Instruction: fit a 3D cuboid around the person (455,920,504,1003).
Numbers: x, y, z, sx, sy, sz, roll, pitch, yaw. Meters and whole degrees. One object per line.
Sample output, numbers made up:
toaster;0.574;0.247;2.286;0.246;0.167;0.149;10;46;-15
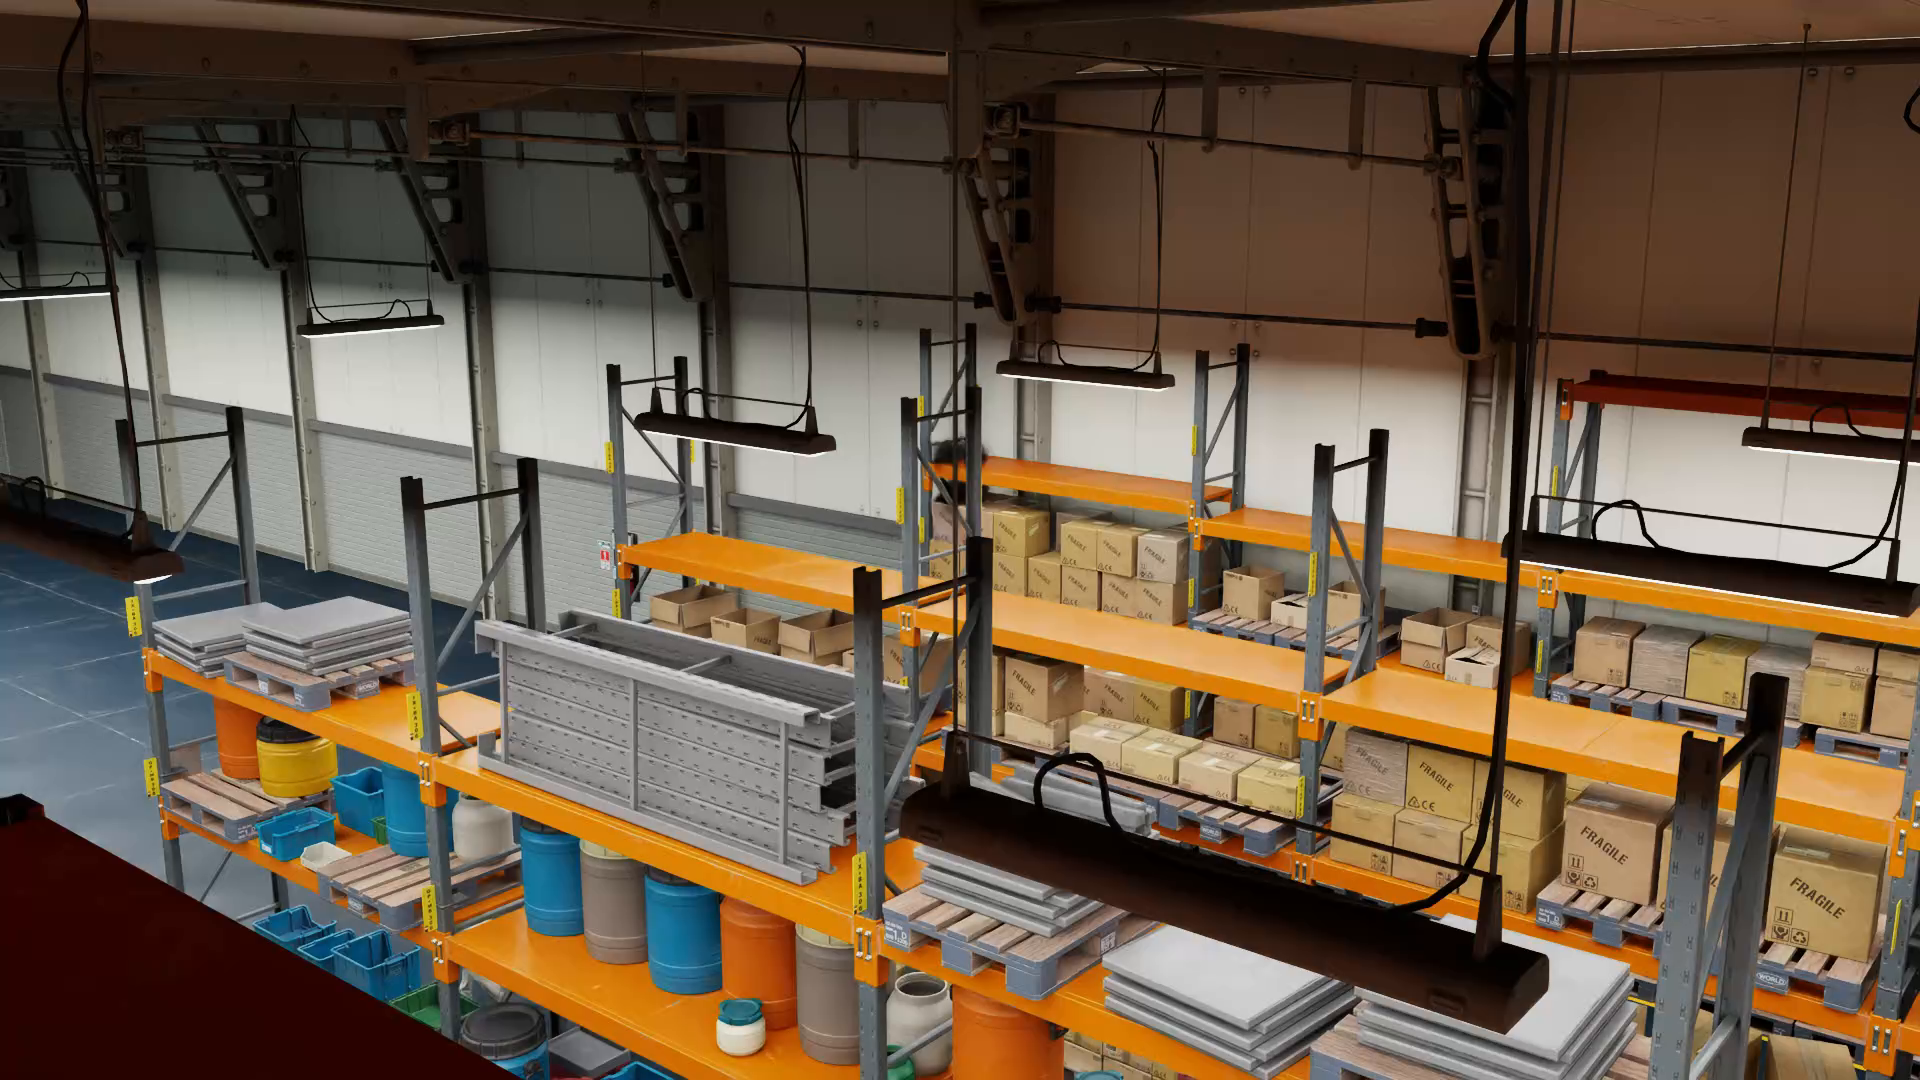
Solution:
person;-4.687;3.745;15.752;0.891;1.678;0.627;6;14;27
